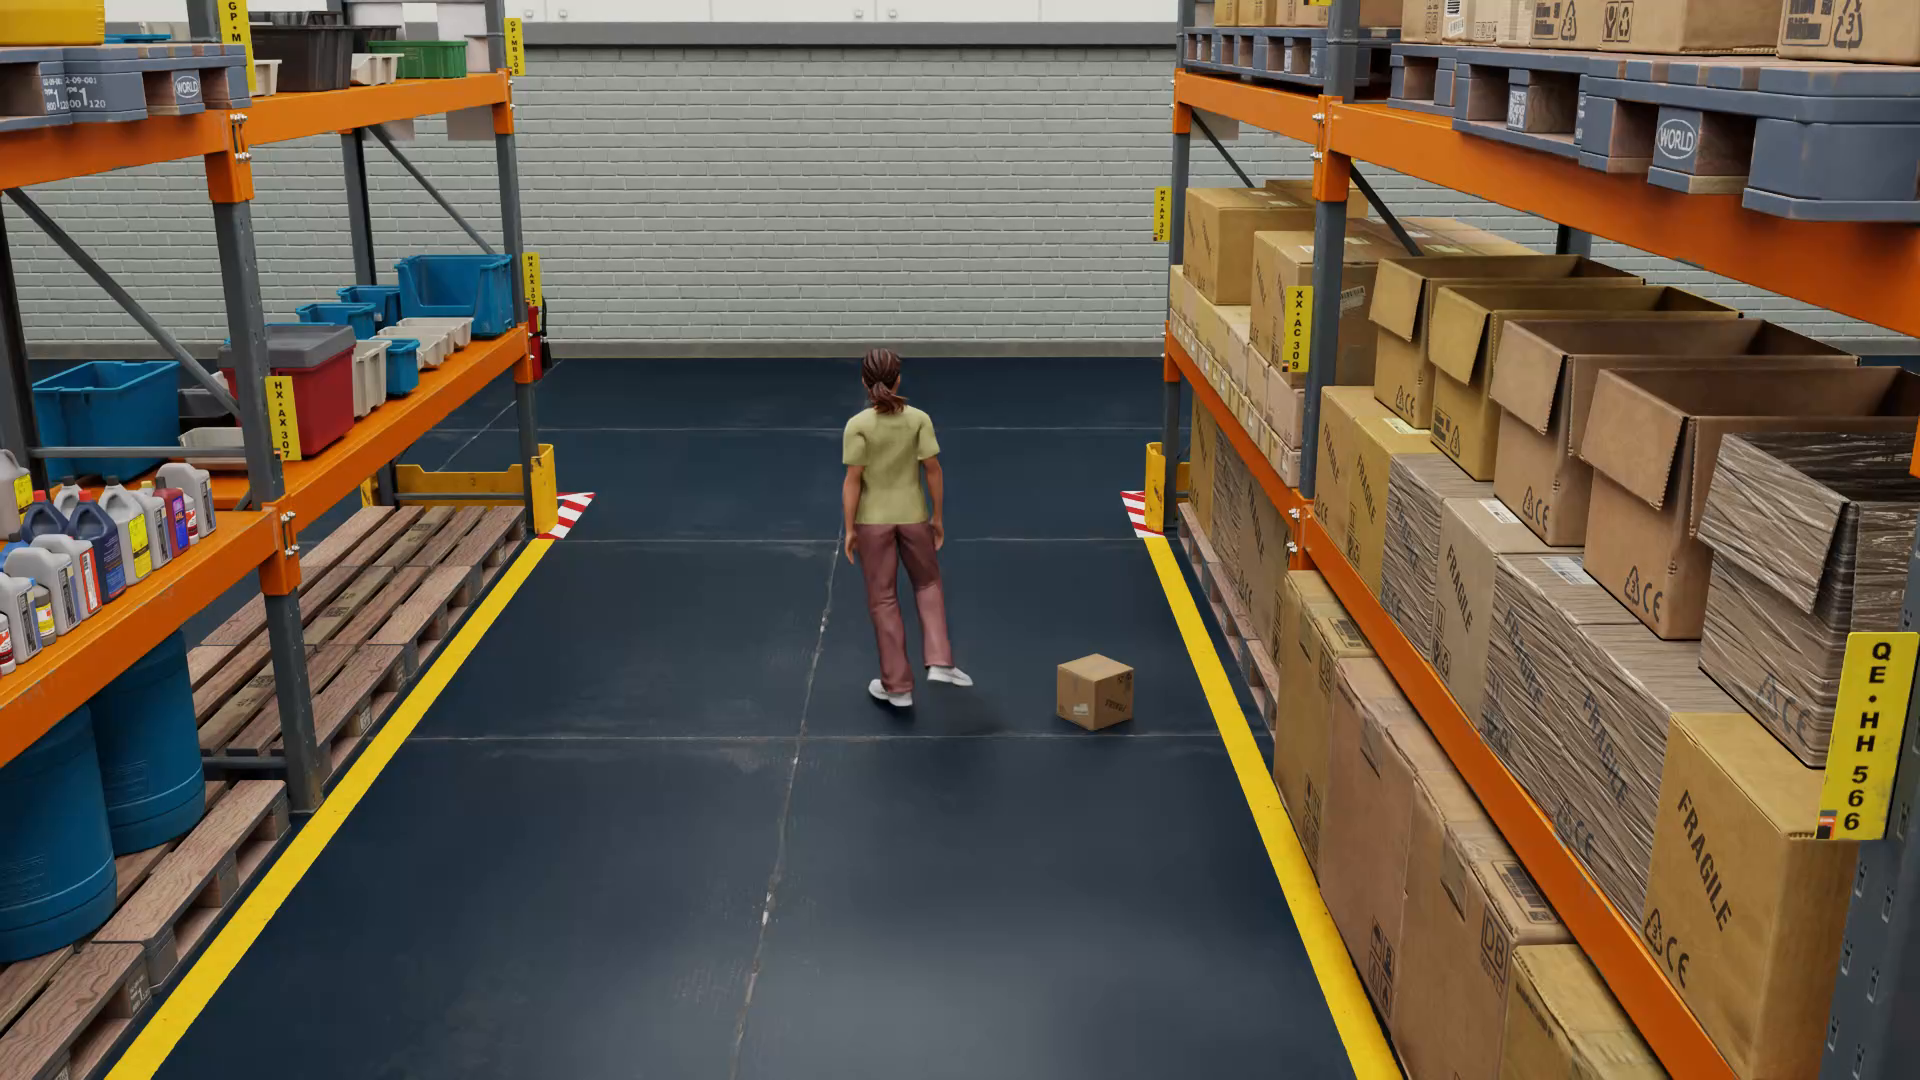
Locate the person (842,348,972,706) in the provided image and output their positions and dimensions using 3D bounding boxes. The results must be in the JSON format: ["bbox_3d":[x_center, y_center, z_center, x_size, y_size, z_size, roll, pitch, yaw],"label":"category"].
[{"bbox_3d":[-0.243,-0.047,7.643,0.582,1.666,0.452,-5,18,-17],"label":"person"}]
